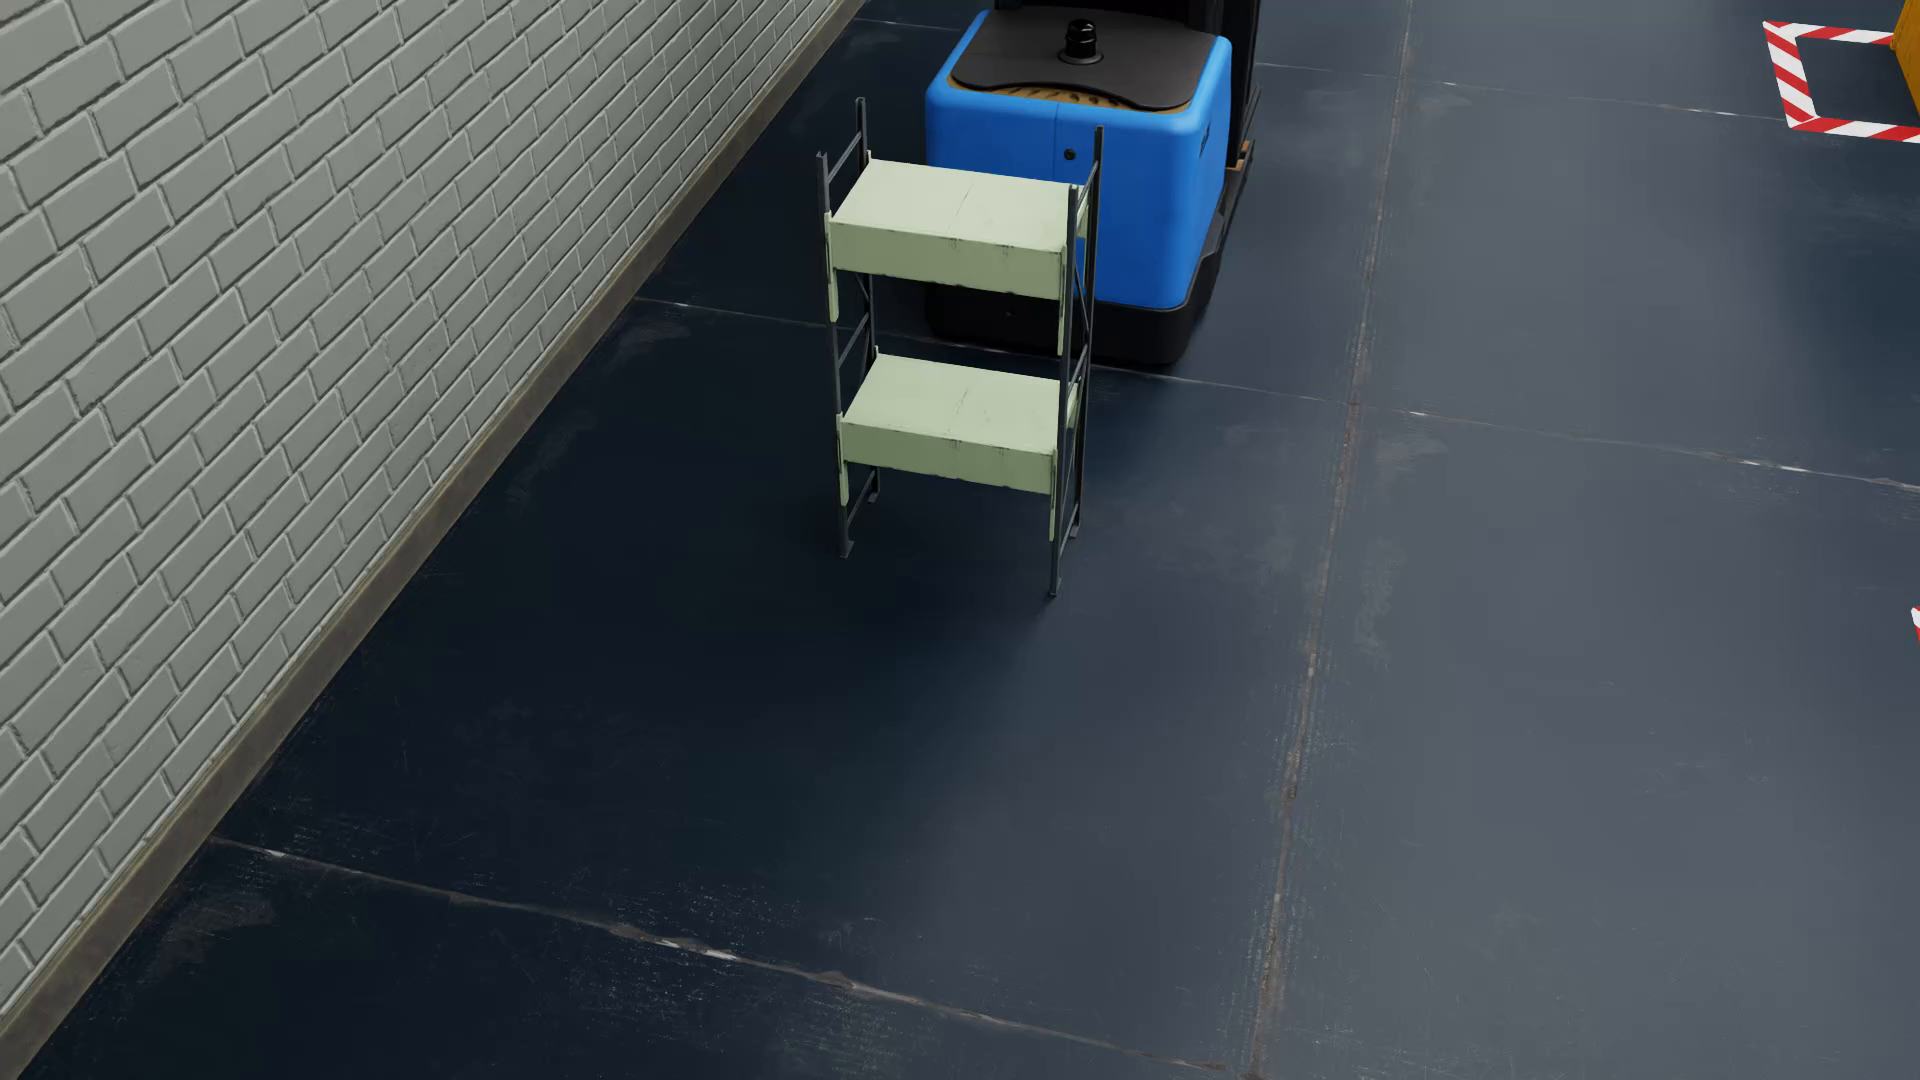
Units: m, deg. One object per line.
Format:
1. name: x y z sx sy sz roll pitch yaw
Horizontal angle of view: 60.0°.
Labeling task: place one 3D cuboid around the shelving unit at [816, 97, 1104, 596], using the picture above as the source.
1. shelving unit: 0.006 -0.573 5.266 0.755 1.500 0.431 10 41 11

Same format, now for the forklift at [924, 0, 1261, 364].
1. forklift: 0.748 -2.762 6.759 1.130 2.935 3.031 10 41 12

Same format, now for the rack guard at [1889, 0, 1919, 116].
1. rack guard: 5.008 -2.489 8.325 0.348 0.500 1.175 10 41 11

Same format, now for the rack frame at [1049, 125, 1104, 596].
1. rack frame: 0.360 -0.512 5.194 0.023 1.500 0.400 10 41 11

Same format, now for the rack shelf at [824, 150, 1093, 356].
1. rack shelf: 0.006 -0.872 5.015 0.720 0.370 0.431 10 41 11

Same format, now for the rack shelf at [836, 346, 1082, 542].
1. rack shelf: 0.006 -0.324 5.476 0.720 0.370 0.431 10 41 11

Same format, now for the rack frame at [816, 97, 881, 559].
1. rack frame: -0.347 -0.634 5.339 0.023 1.500 0.400 10 41 11
